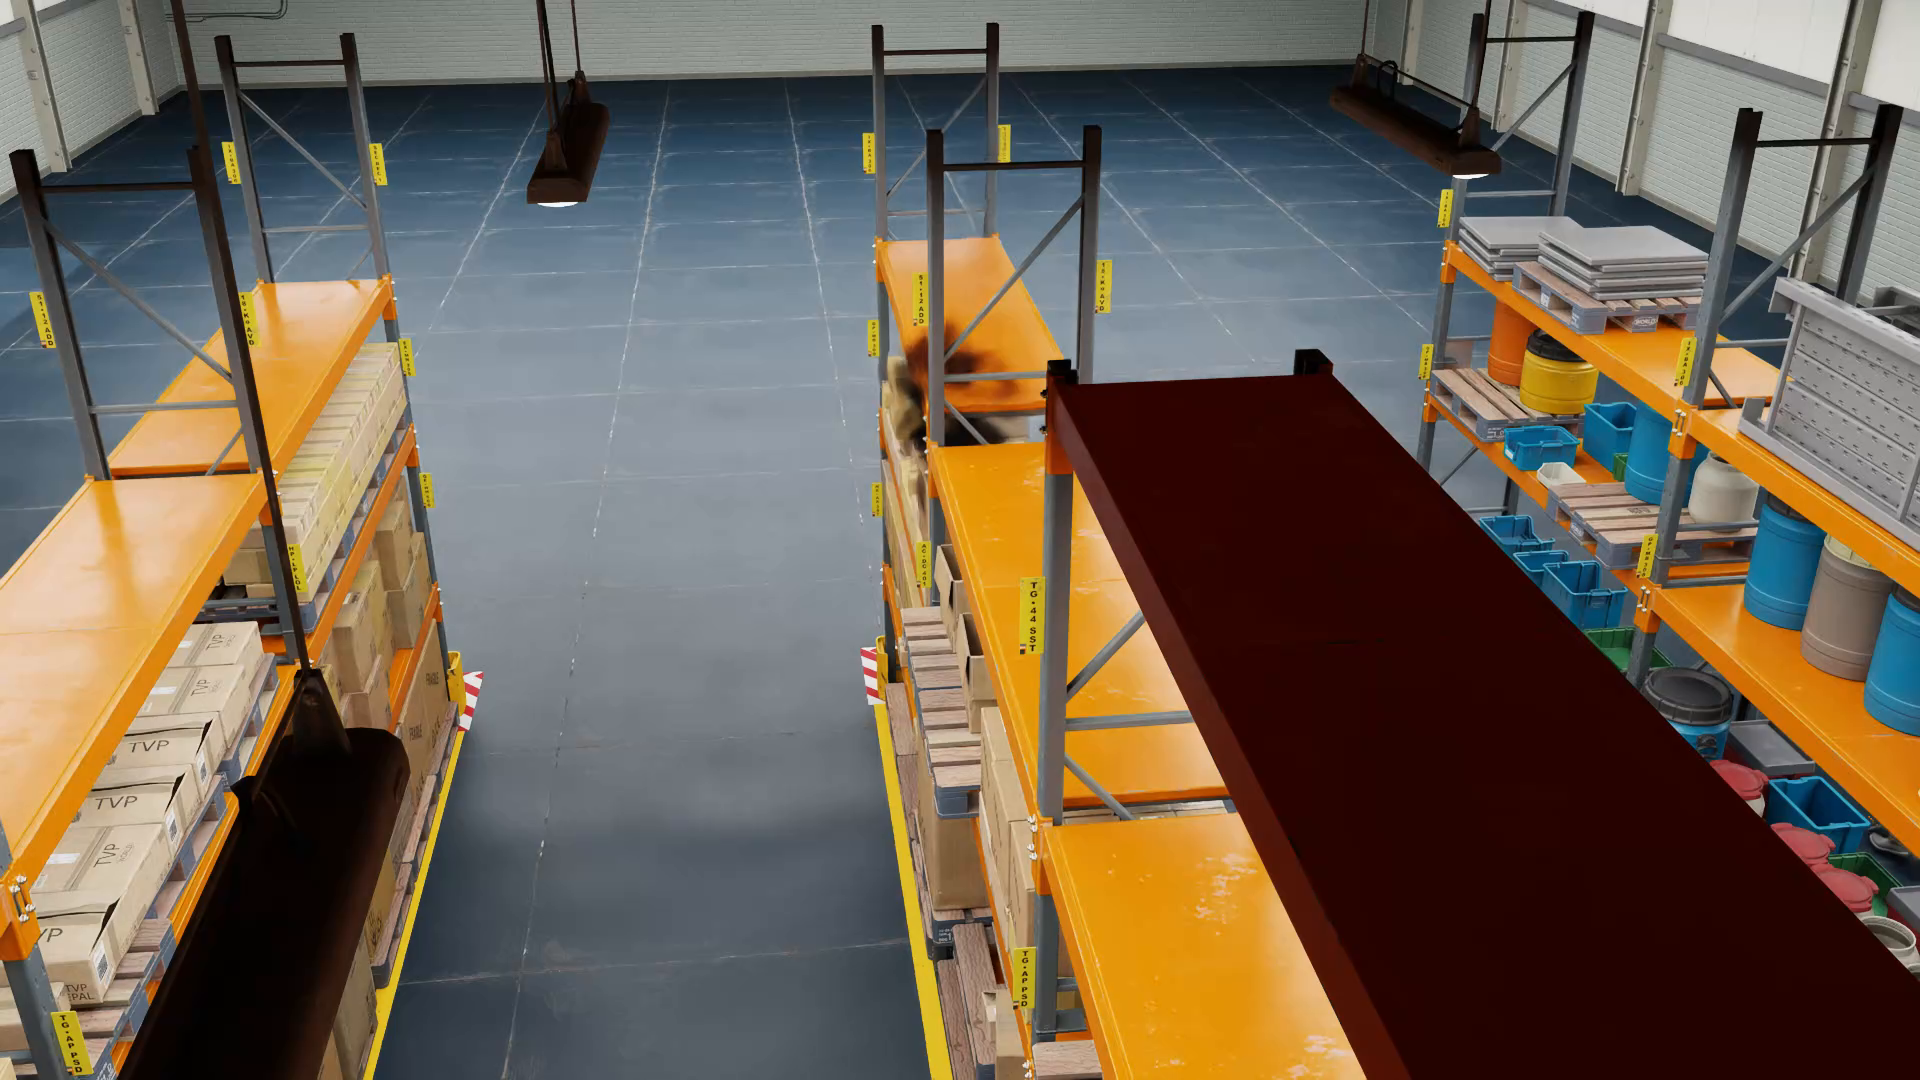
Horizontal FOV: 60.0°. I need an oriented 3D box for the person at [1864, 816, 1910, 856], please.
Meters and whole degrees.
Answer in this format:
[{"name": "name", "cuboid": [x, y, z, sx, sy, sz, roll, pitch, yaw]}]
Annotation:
[{"name": "person", "cuboid": [7.356, 1.641, 13.091, 0.637, 1.755, 0.729, -14, 29, -26]}]
